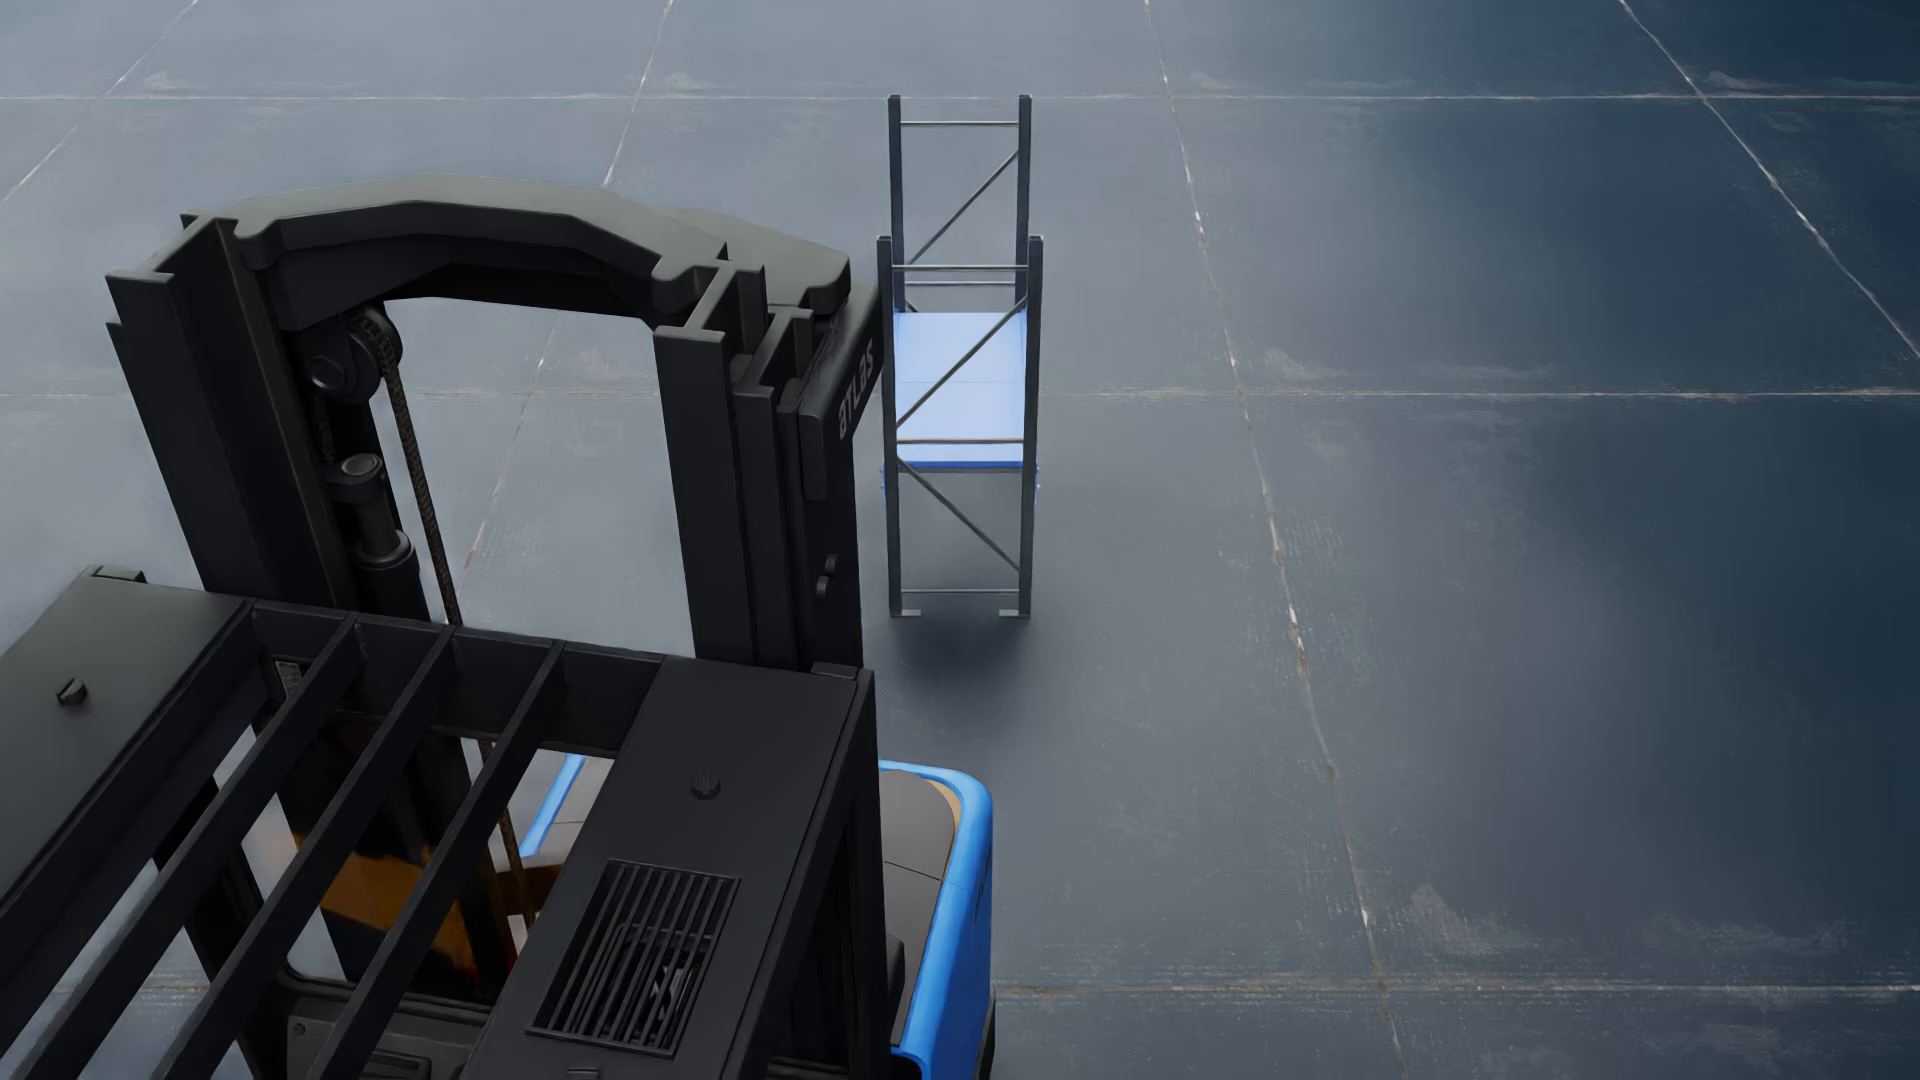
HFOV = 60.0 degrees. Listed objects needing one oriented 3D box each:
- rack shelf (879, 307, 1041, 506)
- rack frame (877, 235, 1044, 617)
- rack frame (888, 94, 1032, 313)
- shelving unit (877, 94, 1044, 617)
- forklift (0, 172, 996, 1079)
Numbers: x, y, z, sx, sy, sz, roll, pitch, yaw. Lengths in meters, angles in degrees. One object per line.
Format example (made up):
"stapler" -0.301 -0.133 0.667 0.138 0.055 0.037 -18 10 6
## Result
"rack shelf" 0.000 -0.498 5.960 0.538 0.185 1.000 0 39 0
"rack frame" 0.000 -0.321 5.451 0.500 1.500 0.032 0 39 0
"rack frame" -0.001 -0.956 6.244 0.500 1.500 0.032 0 39 0
"shelving unit" 0.000 -0.639 5.848 0.538 1.500 1.048 0 39 0
"forklift" -0.696 1.084 2.553 1.130 2.935 3.031 7 39 9
